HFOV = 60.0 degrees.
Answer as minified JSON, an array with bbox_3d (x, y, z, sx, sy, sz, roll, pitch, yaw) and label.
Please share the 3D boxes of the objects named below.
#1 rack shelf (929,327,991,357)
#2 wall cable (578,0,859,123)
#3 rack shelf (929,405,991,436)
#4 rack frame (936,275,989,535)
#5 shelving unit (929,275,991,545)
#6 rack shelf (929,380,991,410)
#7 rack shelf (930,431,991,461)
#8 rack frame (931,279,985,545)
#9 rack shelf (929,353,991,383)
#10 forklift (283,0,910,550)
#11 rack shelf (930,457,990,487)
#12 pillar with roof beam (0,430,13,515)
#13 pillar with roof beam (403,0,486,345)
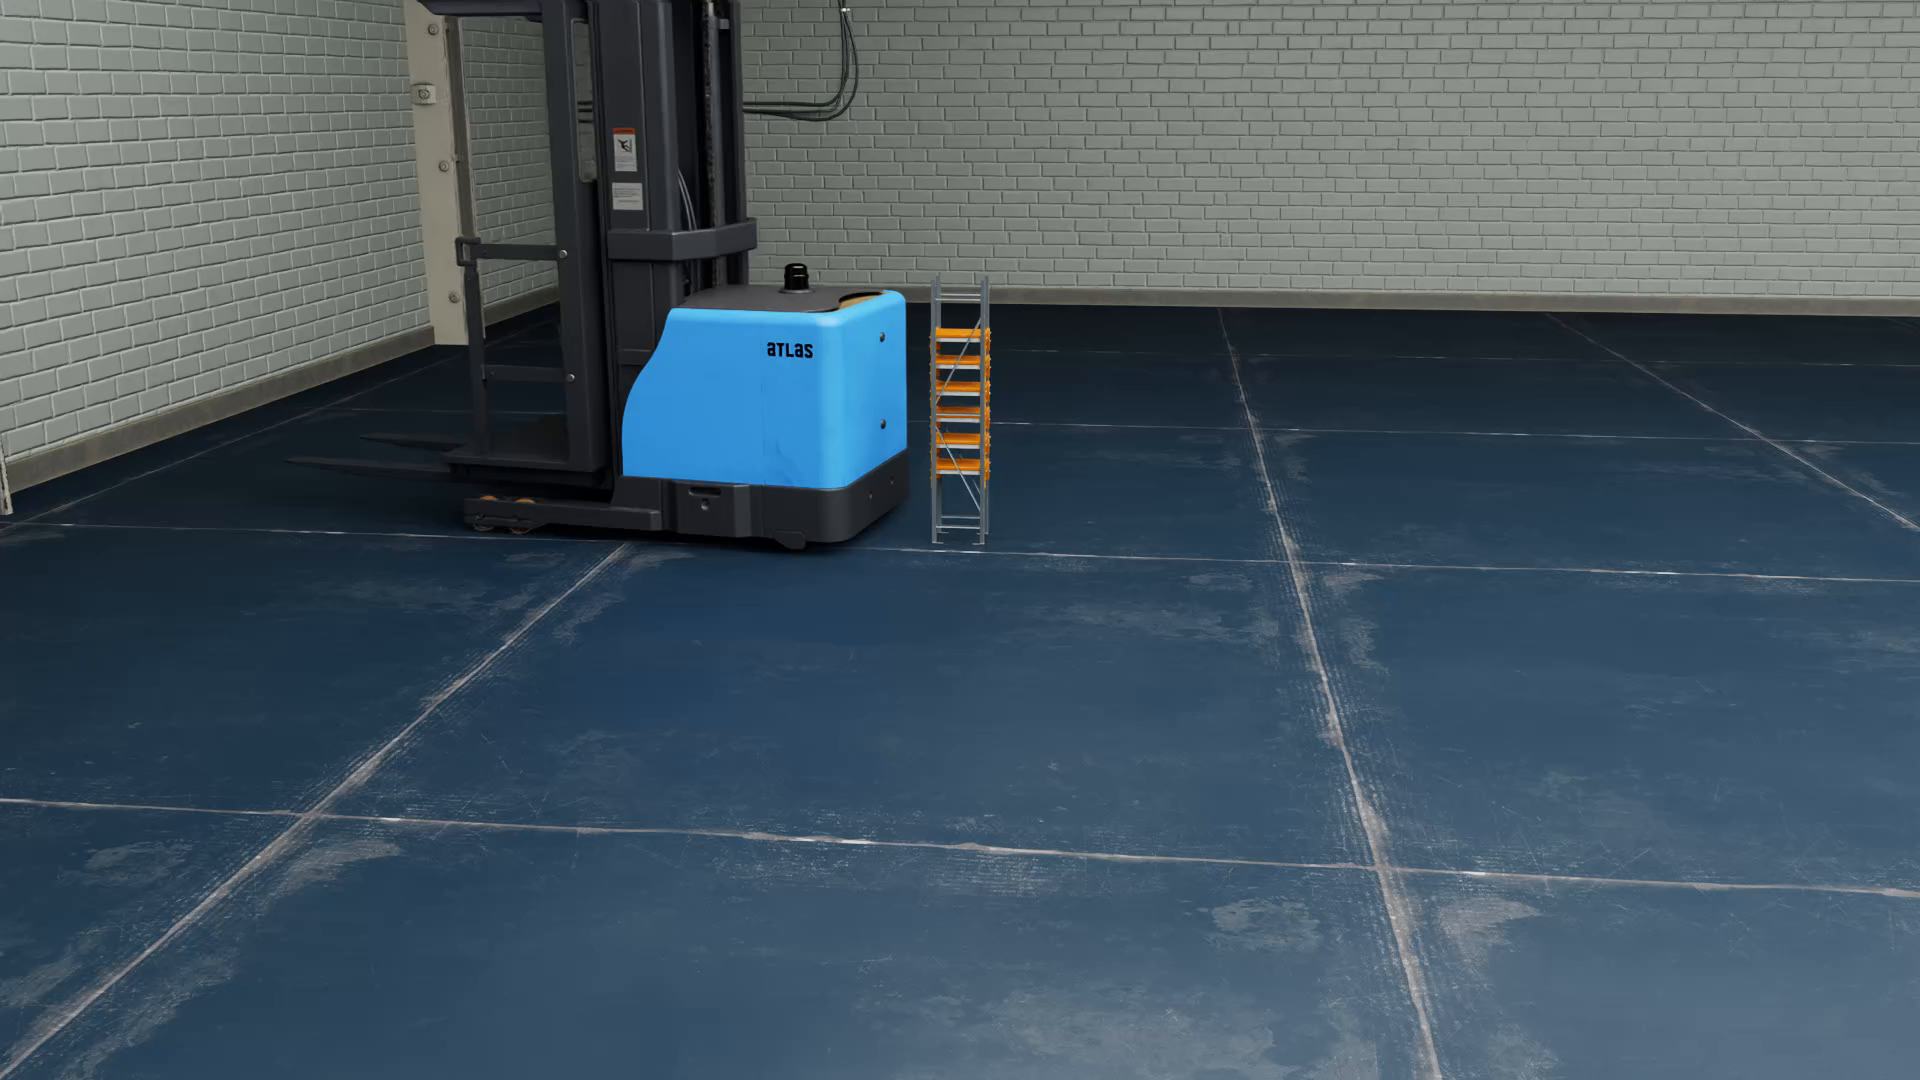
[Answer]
[{"bbox_3d":[0.002,-0.888,7.437,0.258,0.103,0.180,2,15,6],"label":"rack shelf"},{"bbox_3d":[-2.497,-5.216,15.660,3.097,2.526,0.112,2,15,6],"label":"wall cable"},{"bbox_3d":[0.002,-0.540,7.531,0.258,0.103,0.180,2,15,6],"label":"rack shelf"},{"bbox_3d":[0.012,-0.607,7.607,0.240,1.200,0.006,2,15,6],"label":"rack frame"},{"bbox_3d":[0.002,-0.583,7.519,0.258,1.200,0.189,2,15,6],"label":"shelving unit"},{"bbox_3d":[0.002,-0.656,7.500,0.258,0.103,0.180,2,15,6],"label":"rack shelf"},{"bbox_3d":[0.002,-0.424,7.562,0.258,0.103,0.180,2,15,6],"label":"rack shelf"},{"bbox_3d":[-0.009,-0.559,7.432,0.240,1.200,0.006,2,15,6],"label":"rack frame"},{"bbox_3d":[0.002,-0.772,7.468,0.258,0.103,0.180,2,15,6],"label":"rack shelf"},{"bbox_3d":[-1.822,-1.568,7.846,3.031,2.935,1.130,4,16,16],"label":"forklift"},{"bbox_3d":[0.002,-0.308,7.594,0.258,0.103,0.180,2,15,6],"label":"rack shelf"},{"bbox_3d":[-0.543,-4.307,6.349,9.100,9.000,0.400,2,15,6],"label":"pillar with roof beam"},{"bbox_3d":[0.134,-5.863,12.104,9.100,9.000,0.400,2,15,6],"label":"pillar with roof beam"}]
